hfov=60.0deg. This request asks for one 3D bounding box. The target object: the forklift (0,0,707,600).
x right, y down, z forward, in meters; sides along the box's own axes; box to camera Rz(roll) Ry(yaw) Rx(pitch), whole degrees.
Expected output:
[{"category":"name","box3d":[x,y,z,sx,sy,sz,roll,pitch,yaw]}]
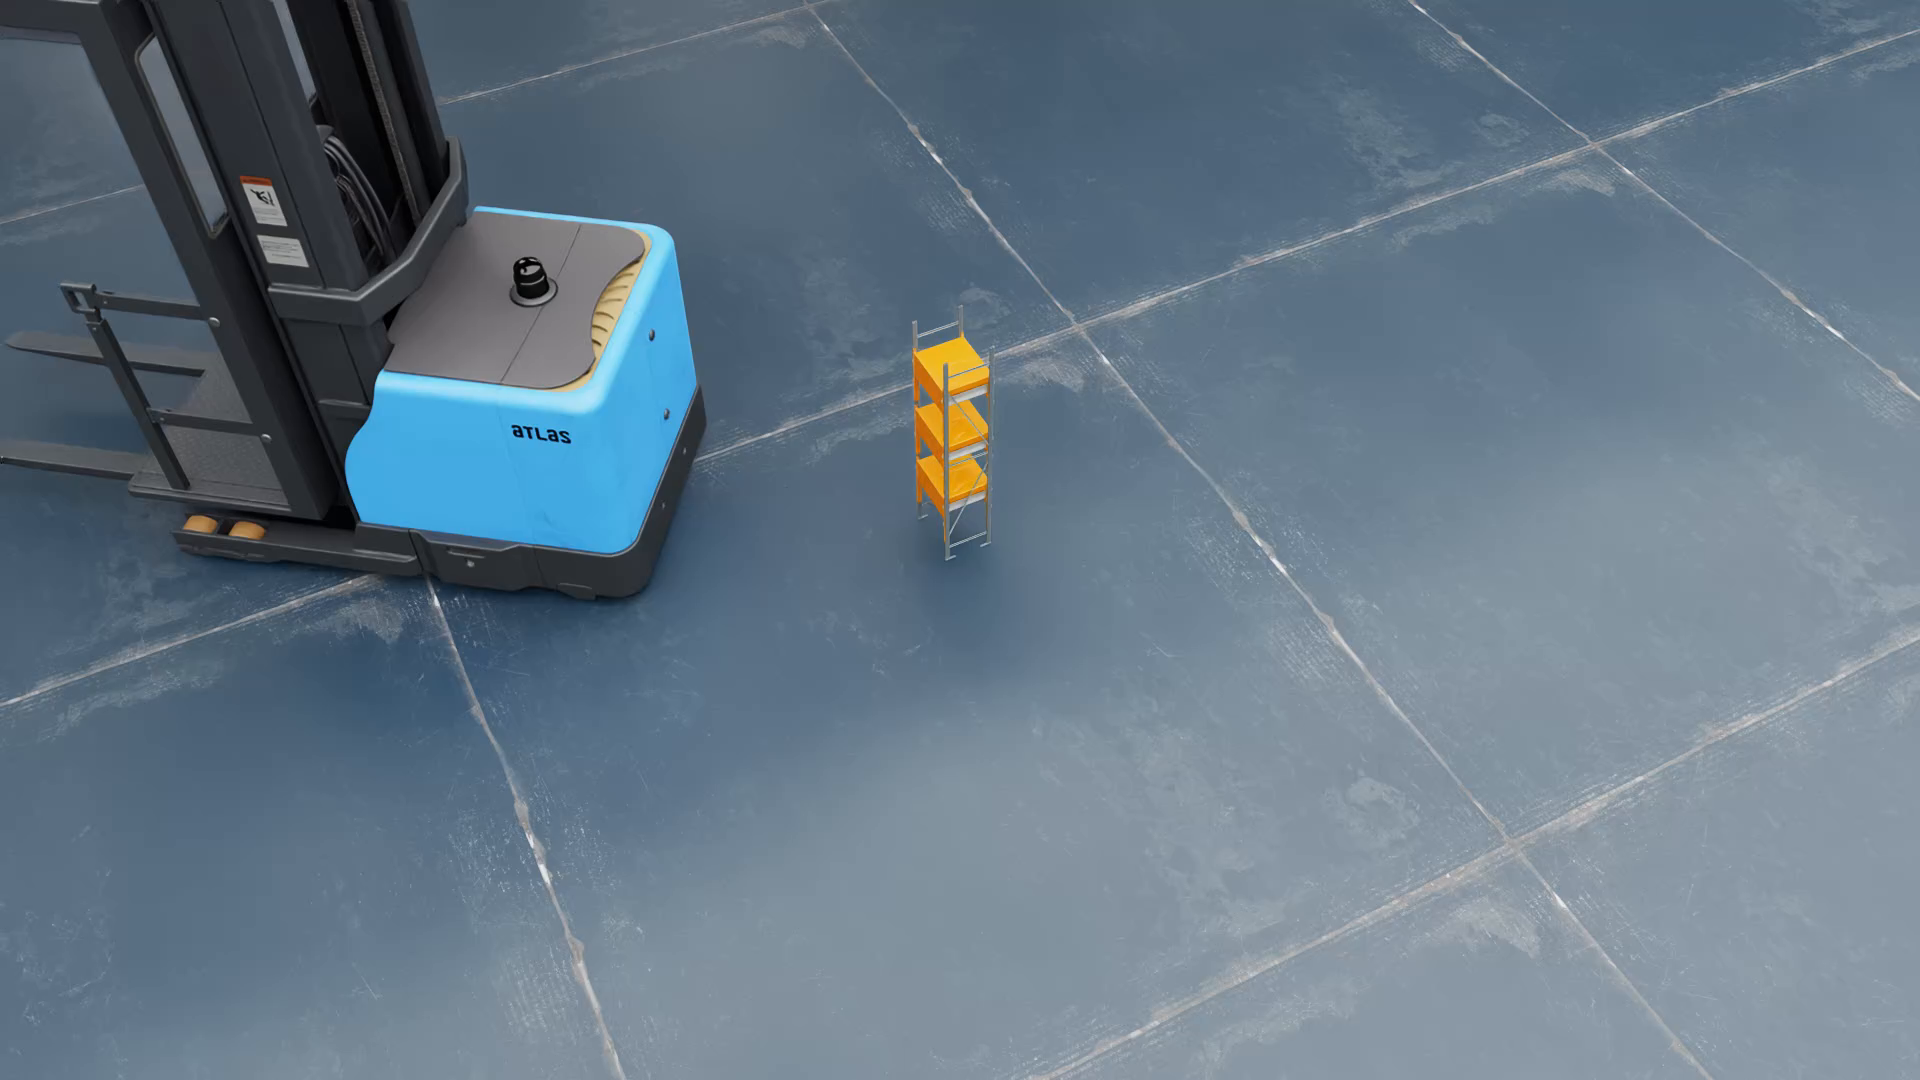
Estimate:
[{"category":"forklift","box3d":[-2.626,-1.265,5.801,3.031,2.935,1.130,7,49,6]}]

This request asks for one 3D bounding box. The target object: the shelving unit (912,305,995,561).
[{"category":"shelving unit","box3d":[-0.024,-0.381,6.279,0.215,1.050,0.252,-21,52,-18]}]

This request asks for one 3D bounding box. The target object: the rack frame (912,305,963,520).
[{"category":"rack frame","box3d":[-0.080,-0.463,6.350,0.200,1.050,0.008,-21,52,-18]}]

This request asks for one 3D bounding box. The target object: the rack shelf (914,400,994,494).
[{"category":"rack shelf","box3d":[-0.024,-0.374,6.287,0.215,0.259,0.240,-21,52,-18]}]

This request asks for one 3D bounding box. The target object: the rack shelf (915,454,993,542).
[{"category":"rack shelf","box3d":[-0.024,-0.191,6.496,0.215,0.259,0.240,-21,52,-18]}]

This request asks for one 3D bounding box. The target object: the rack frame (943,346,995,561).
[{"category":"rack frame","box3d":[0.031,-0.300,6.207,0.200,1.050,0.008,-21,52,-18]}]

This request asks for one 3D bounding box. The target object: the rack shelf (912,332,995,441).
[{"category":"rack shelf","box3d":[-0.024,-0.561,6.073,0.215,0.259,0.240,-21,52,-18]}]
